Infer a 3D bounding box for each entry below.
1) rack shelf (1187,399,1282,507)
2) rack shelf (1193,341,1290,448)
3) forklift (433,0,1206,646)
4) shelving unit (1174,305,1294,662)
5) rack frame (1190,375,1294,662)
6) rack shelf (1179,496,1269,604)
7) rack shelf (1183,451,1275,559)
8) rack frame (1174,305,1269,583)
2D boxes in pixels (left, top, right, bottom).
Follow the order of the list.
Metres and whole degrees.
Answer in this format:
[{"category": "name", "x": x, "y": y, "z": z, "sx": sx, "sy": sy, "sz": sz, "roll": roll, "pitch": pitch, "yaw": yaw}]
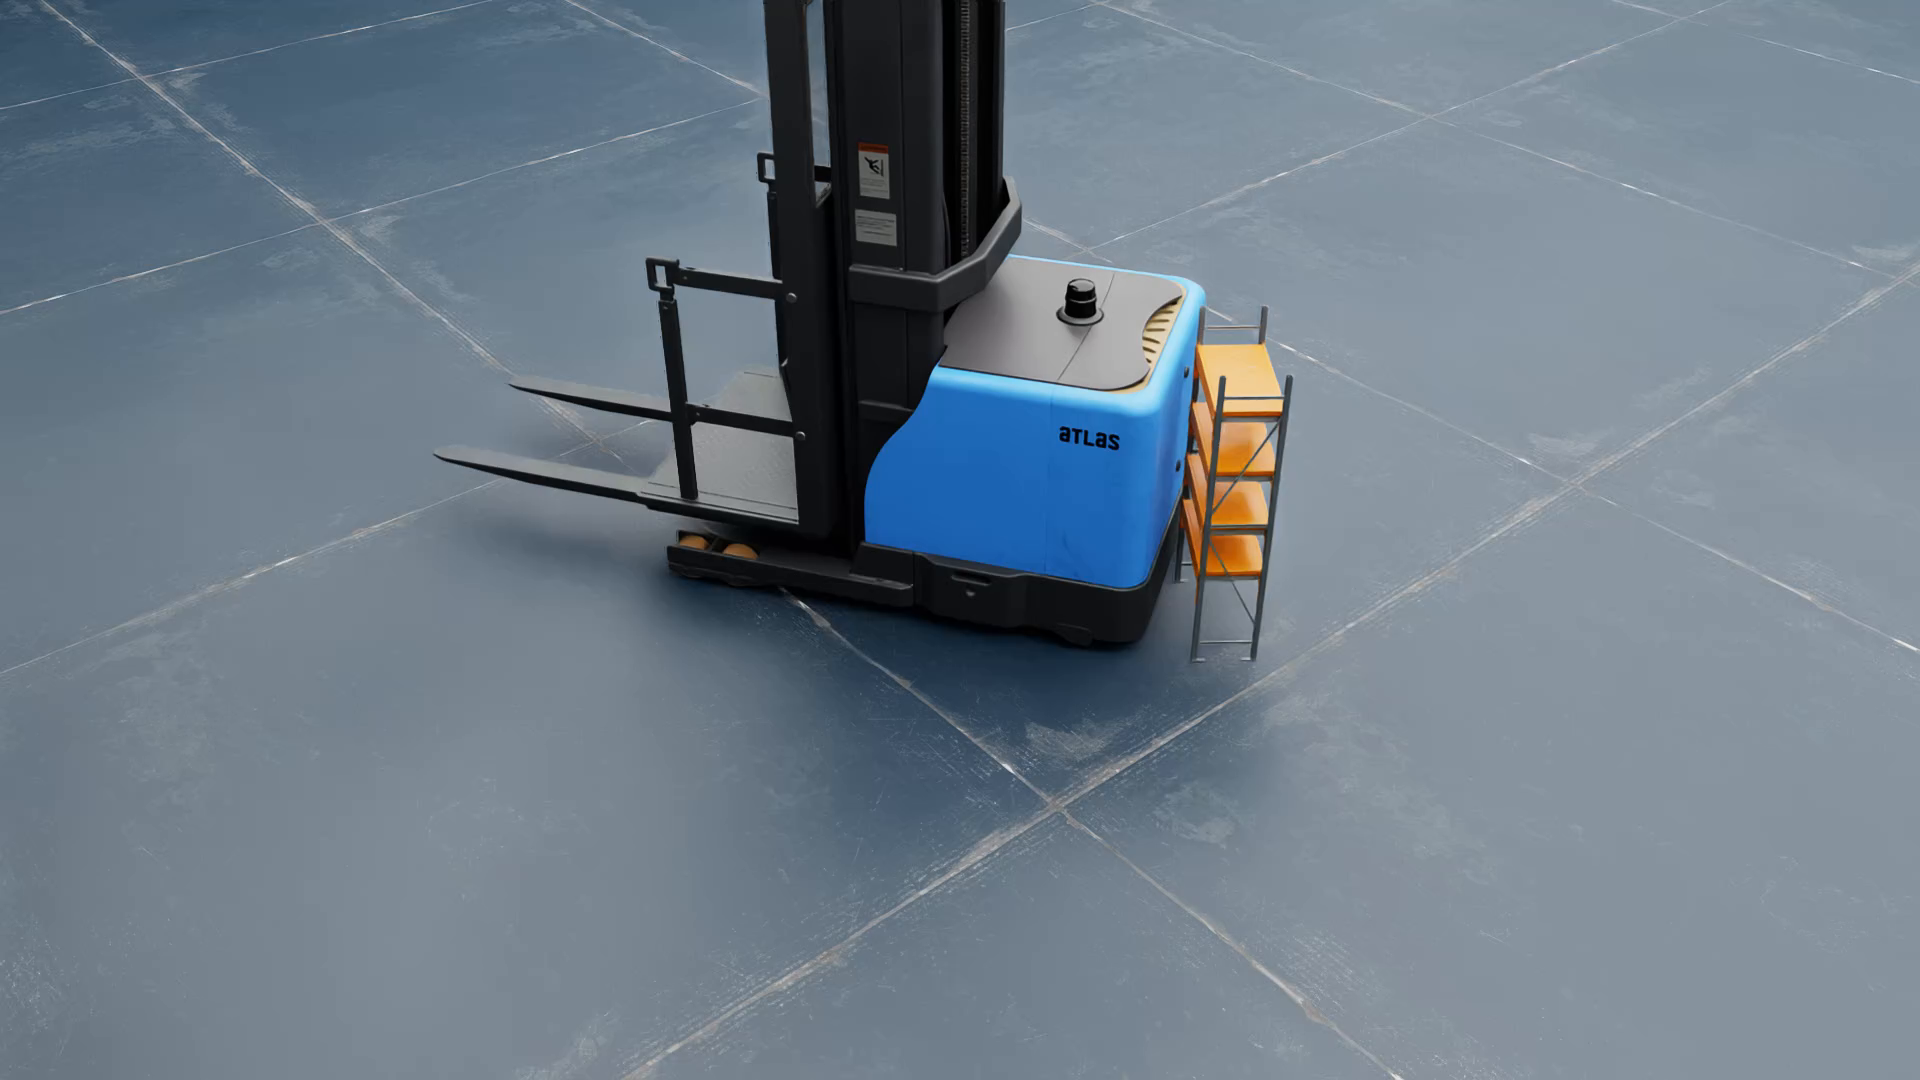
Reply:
[{"category": "rack shelf", "x": 0.965, "y": -0.315, "z": 5.886, "sx": 0.258, "sy": 0.148, "sz": 0.480, "roll": -1, "pitch": 35, "yaw": -1}, {"category": "rack shelf", "x": 0.965, "y": -0.508, "z": 5.749, "sx": 0.258, "sy": 0.148, "sz": 0.480, "roll": -1, "pitch": 35, "yaw": -1}, {"category": "forklift", "x": -0.634, "y": -1.294, "z": 6.041, "sx": 3.031, "sy": 2.935, "sz": 1.130, "roll": 10, "pitch": 37, "yaw": 14}, {"category": "shelving unit", "x": 0.965, "y": -0.187, "z": 5.976, "sx": 0.258, "sy": 1.200, "sz": 0.503, "roll": -1, "pitch": 35, "yaw": -1}, {"category": "rack frame", "x": 0.969, "y": -0.046, "z": 5.777, "sx": 0.240, "sy": 1.200, "sz": 0.015, "roll": -1, "pitch": 35, "yaw": -1}, {"category": "rack shelf", "x": 0.965, "y": 0.030, "z": 6.130, "sx": 0.258, "sy": 0.148, "sz": 0.480, "roll": -1, "pitch": 35, "yaw": -1}, {"category": "rack shelf", "x": 0.965, "y": -0.132, "z": 6.015, "sx": 0.258, "sy": 0.148, "sz": 0.480, "roll": -1, "pitch": 35, "yaw": -1}, {"category": "rack frame", "x": 0.961, "y": -0.328, "z": 6.175, "sx": 0.240, "sy": 1.200, "sz": 0.015, "roll": -1, "pitch": 35, "yaw": -1}]
